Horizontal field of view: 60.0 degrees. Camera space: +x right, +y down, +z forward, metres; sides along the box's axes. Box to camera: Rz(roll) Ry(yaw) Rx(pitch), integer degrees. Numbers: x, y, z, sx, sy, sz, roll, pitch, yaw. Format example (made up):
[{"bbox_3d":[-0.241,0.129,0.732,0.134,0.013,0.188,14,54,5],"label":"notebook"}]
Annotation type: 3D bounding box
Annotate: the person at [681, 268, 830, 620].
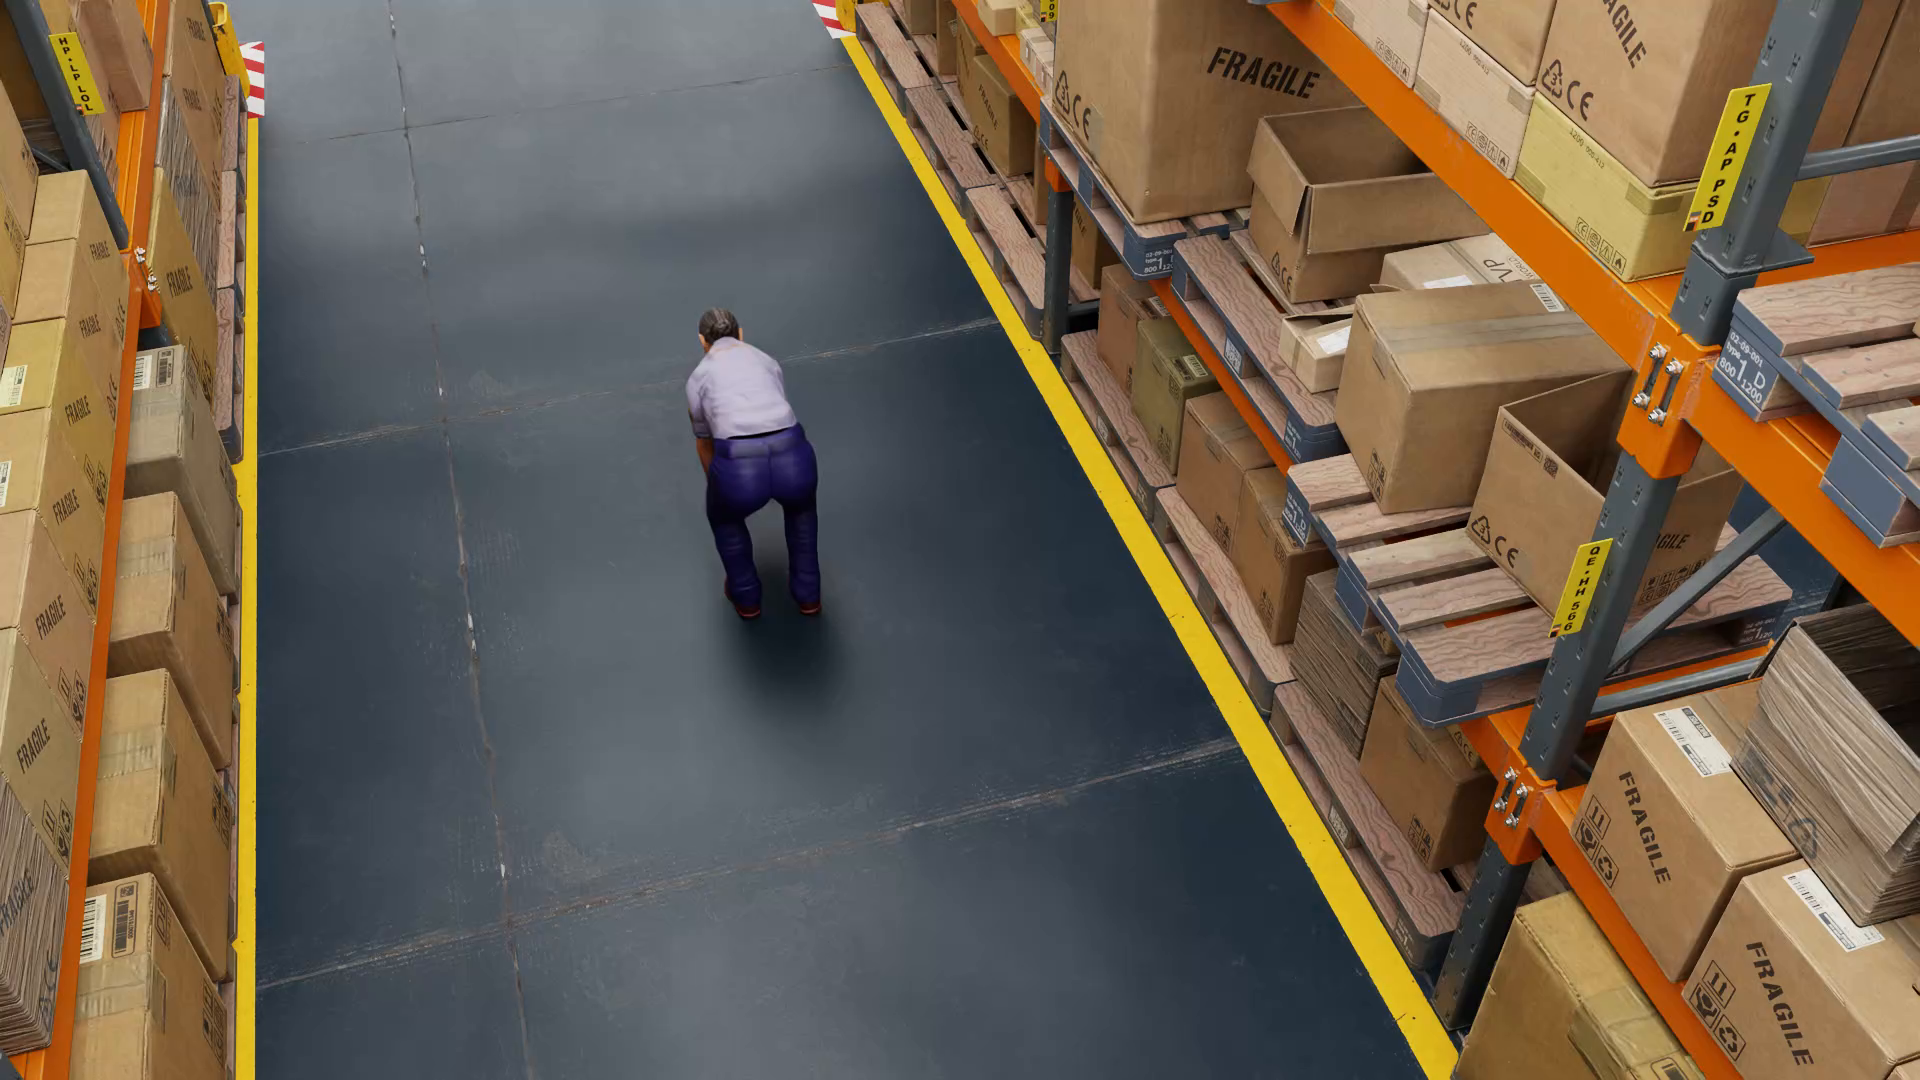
[{"bbox_3d":[-0.814,-0.354,6.553,0.561,1.651,0.392,-15,44,-15],"label":"person"}]
